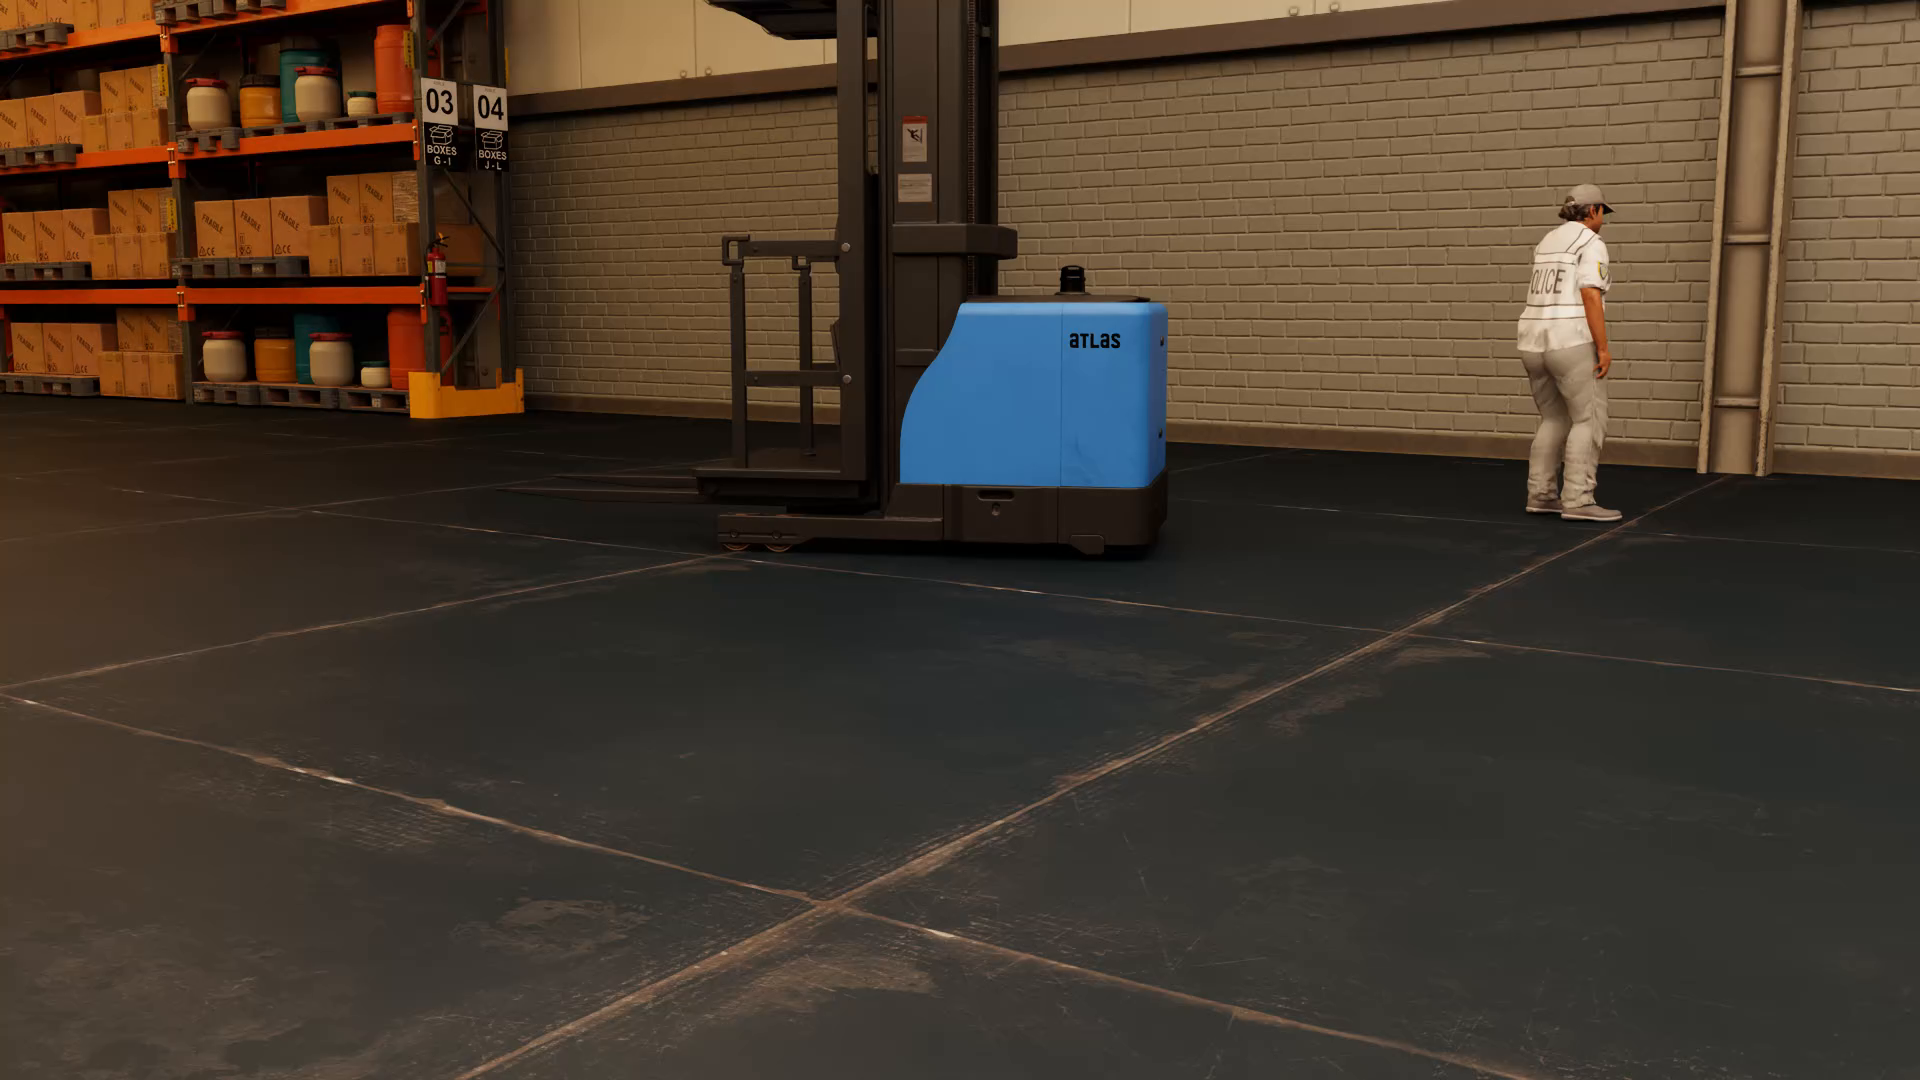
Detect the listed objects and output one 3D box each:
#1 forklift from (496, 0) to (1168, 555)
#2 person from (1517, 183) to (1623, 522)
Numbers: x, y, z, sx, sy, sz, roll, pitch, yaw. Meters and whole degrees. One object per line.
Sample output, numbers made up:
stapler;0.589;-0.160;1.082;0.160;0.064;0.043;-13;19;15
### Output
forklift;-0.596;-1.469;7.520;3.031;2.935;1.130;2;8;12
person;3.074;-0.944;8.338;0.467;1.665;0.556;-3;8;-17
